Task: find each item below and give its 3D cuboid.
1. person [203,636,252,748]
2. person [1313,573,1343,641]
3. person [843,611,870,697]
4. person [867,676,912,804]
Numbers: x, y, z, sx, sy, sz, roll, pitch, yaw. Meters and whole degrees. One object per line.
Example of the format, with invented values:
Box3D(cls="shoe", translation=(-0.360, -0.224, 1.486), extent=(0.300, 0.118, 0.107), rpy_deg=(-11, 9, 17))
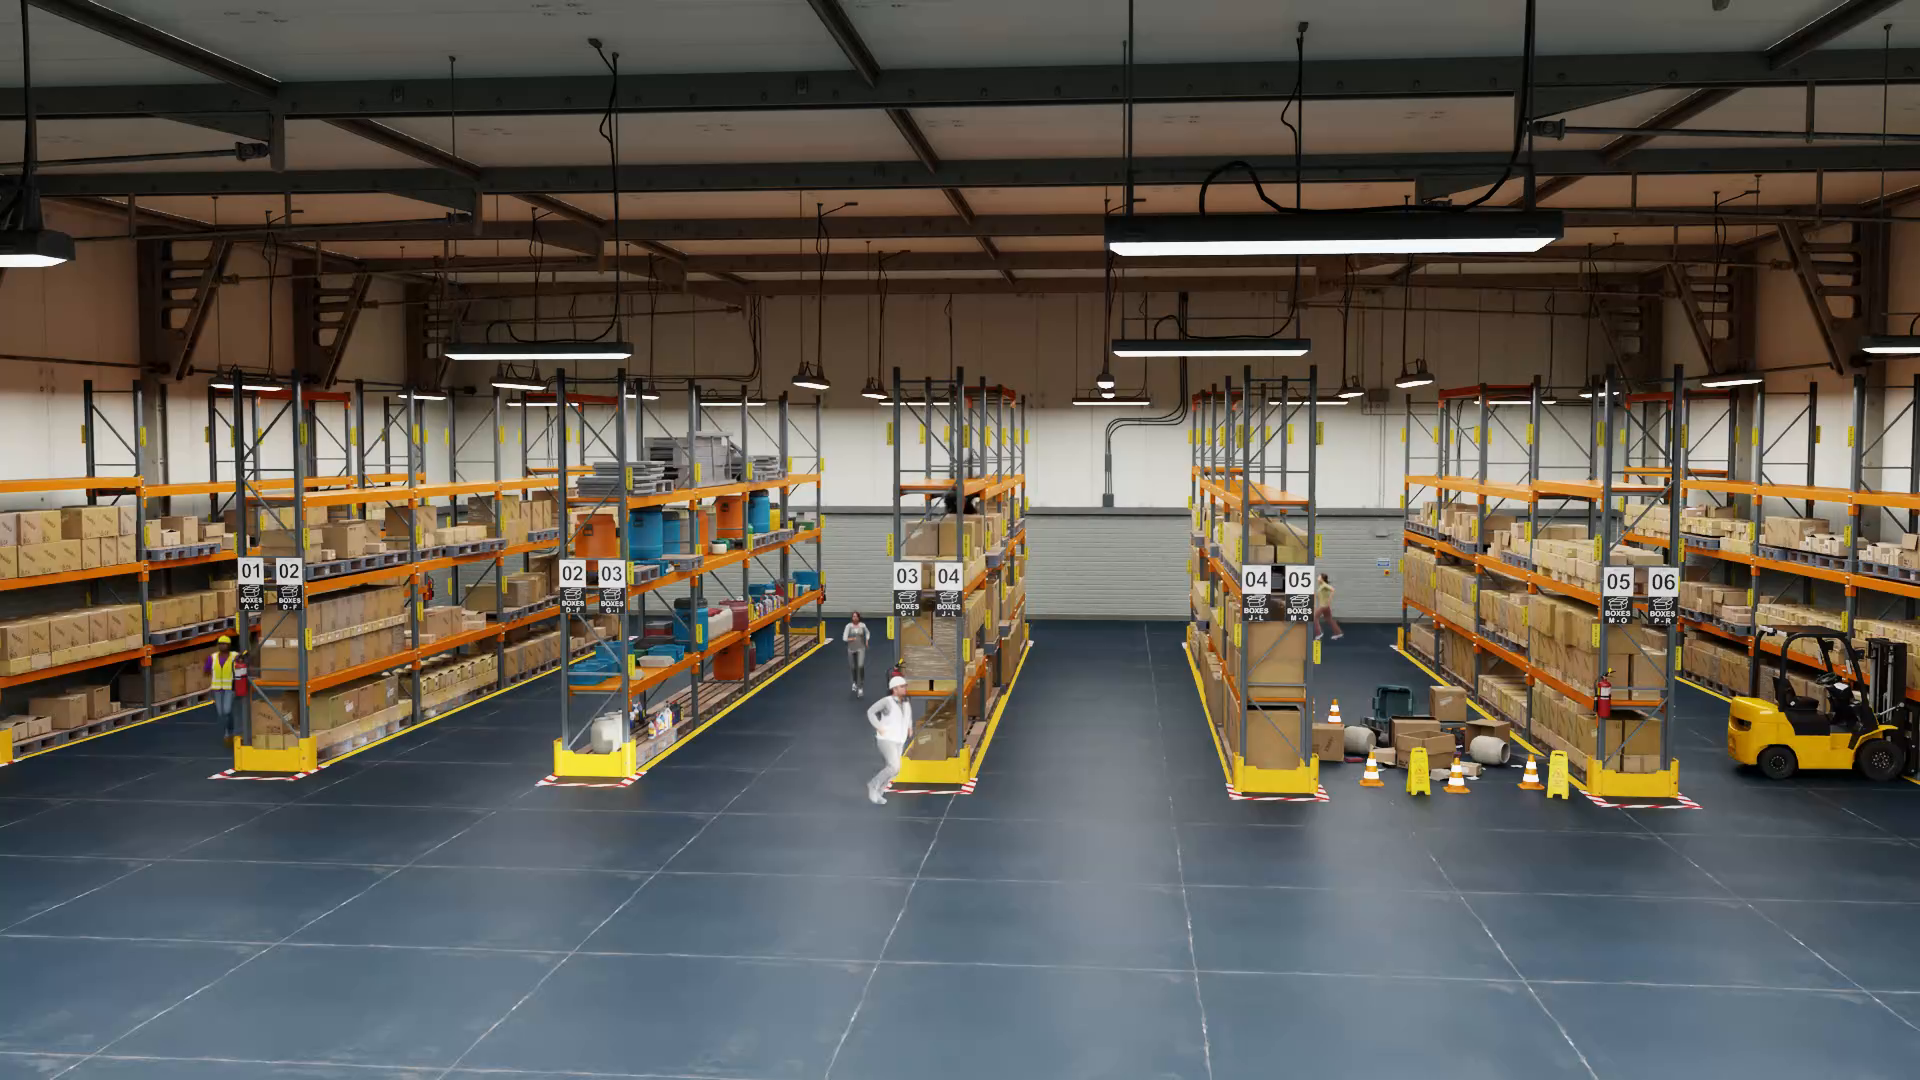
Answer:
Box3D(cls="person", translation=(-11.899, 2.453, 26.924), extent=(0.673, 1.811, 0.706), rpy_deg=(0, 4, -3))
Box3D(cls="person", translation=(8.904, 1.658, 40.462), extent=(0.856, 1.697, 0.581), rpy_deg=(1, 4, 10))
Box3D(cls="person", translation=(-2.009, 2.191, 32.238), extent=(0.507, 1.642, 0.741), rpy_deg=(0, 4, -1))
Box3D(cls="person", translation=(-0.912, 2.728, 22.717), extent=(0.582, 1.724, 0.710), rpy_deg=(3, 5, 40))
